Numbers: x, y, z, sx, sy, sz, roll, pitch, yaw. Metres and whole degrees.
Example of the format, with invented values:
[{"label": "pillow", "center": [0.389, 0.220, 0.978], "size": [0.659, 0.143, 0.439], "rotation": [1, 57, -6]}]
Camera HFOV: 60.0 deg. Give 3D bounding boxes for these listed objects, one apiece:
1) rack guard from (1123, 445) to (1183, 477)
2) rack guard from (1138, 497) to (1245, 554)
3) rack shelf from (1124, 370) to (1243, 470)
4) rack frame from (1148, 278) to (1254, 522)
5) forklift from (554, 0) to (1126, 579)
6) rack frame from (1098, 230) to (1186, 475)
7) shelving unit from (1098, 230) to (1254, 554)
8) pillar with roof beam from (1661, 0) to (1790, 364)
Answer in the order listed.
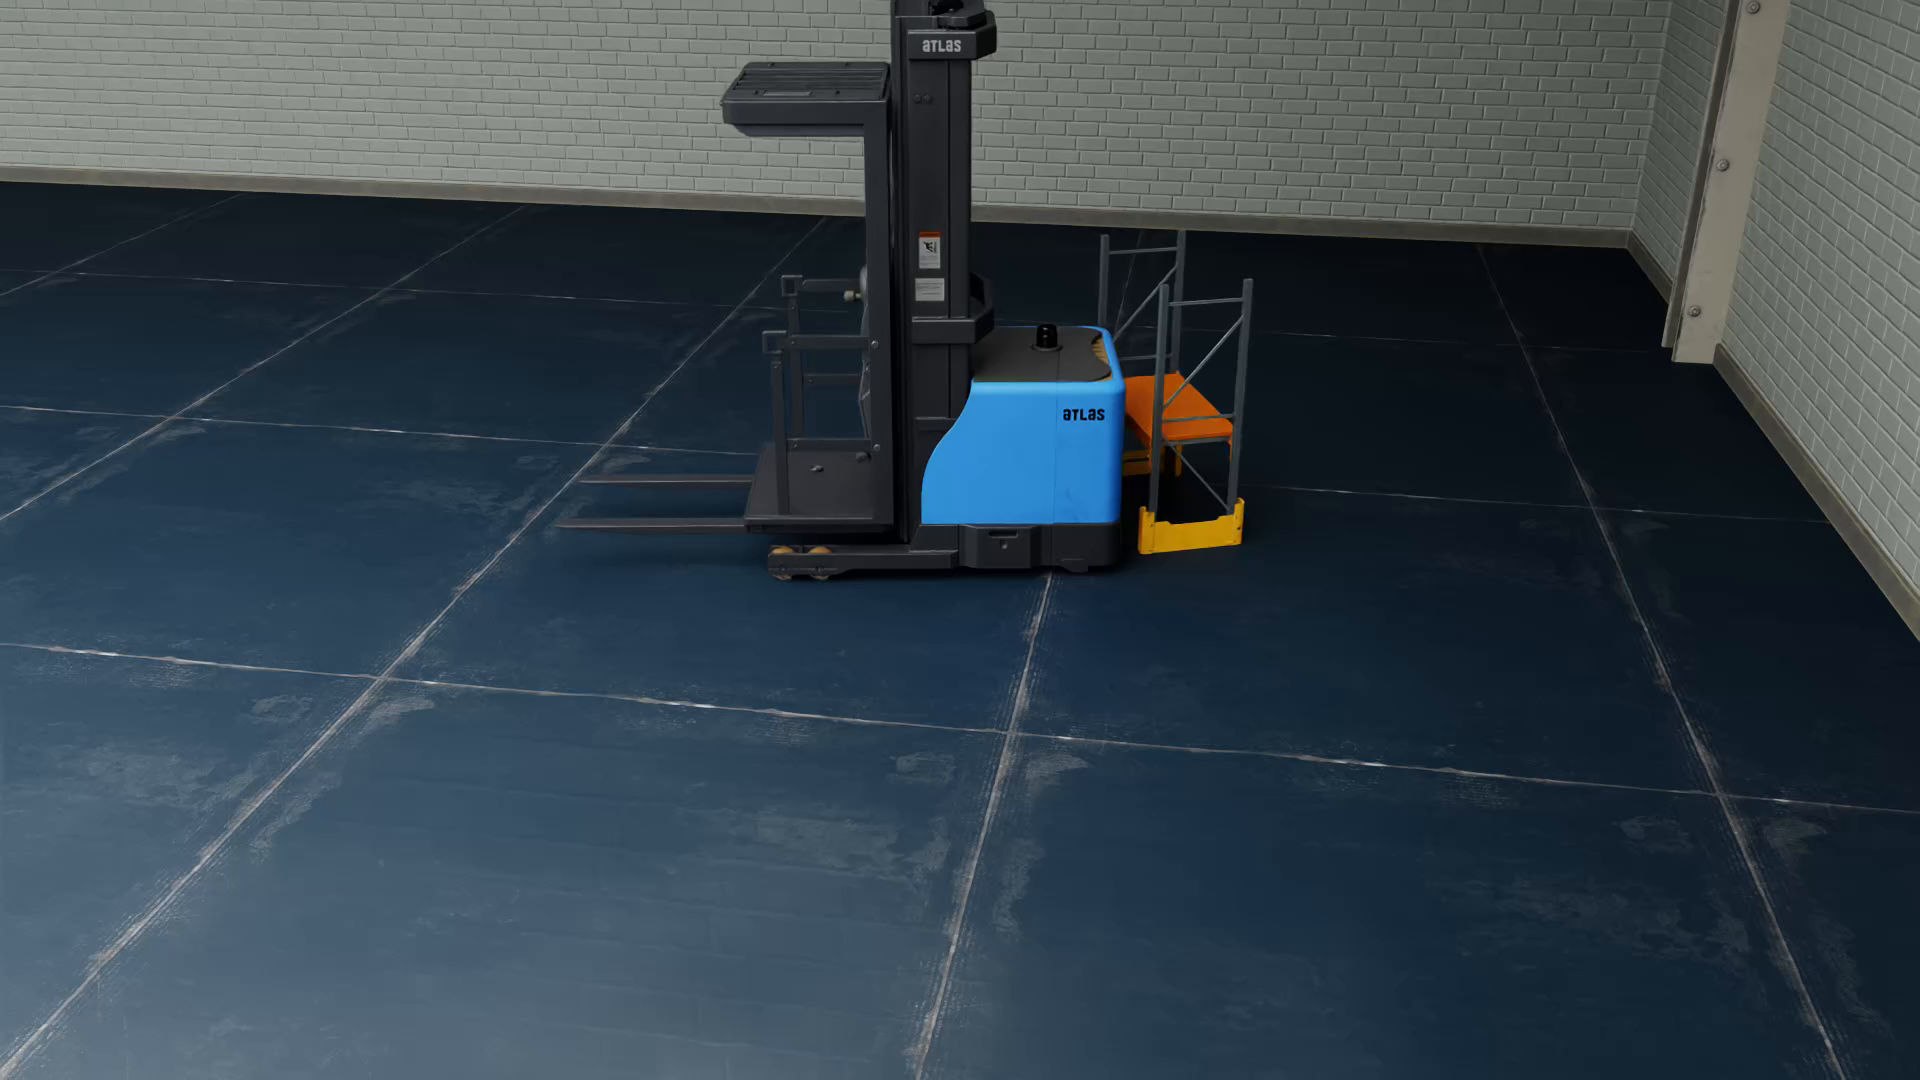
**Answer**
[{"label": "rack guard", "center": [1.048, -0.491, 10.004], "size": [0.587, 0.250, 0.087], "rotation": [-5, 26, -12]}, {"label": "rack guard", "center": [1.269, -0.079, 9.124], "size": [0.587, 0.250, 0.087], "rotation": [-5, 26, -12]}, {"label": "rack shelf", "center": [1.156, -0.692, 9.383], "size": [0.538, 0.185, 1.000], "rotation": [-5, 26, -12]}, {"label": "rack frame", "center": [1.269, -0.645, 8.858], "size": [0.500, 1.500, 0.032], "rotation": [-5, 26, -12]}, {"label": "forklift", "center": [-0.656, -1.345, 8.667], "size": [3.031, 2.935, 1.130], "rotation": [0, 25, 0]}, {"label": "rack frame", "center": [1.044, -1.065, 9.756], "size": [0.500, 1.500, 0.032], "rotation": [-5, 26, -12]}, {"label": "shelving unit", "center": [1.158, -0.851, 9.299], "size": [0.587, 1.500, 1.083], "rotation": [-5, 26, -12]}, {"label": "pillar with roof beam", "center": [1.081, -5.733, 10.883], "size": [9.100, 9.000, 0.400], "rotation": [4, 25, 9]}]
